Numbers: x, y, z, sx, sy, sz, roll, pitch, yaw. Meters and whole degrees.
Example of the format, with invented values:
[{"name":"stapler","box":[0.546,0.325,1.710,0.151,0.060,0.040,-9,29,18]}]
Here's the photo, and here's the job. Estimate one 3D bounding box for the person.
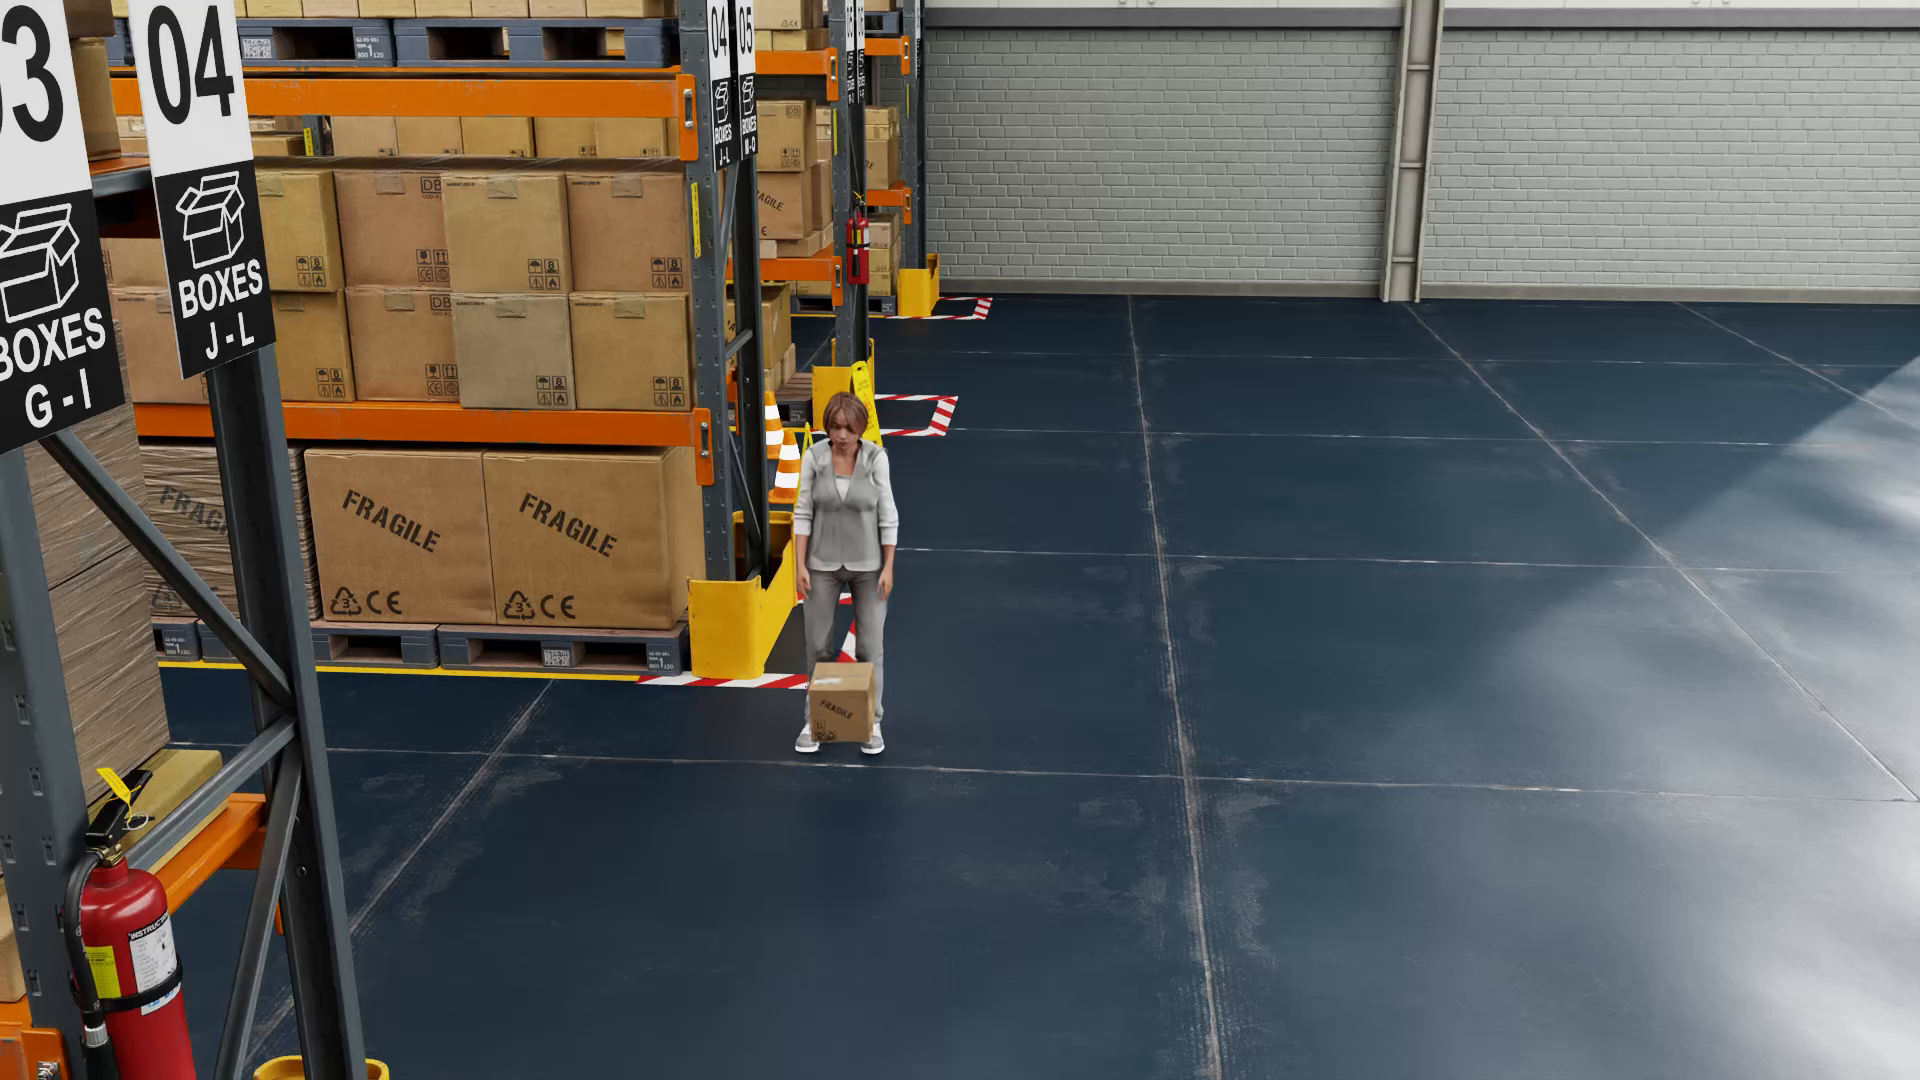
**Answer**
[{"name":"person","box":[-0.489,0.141,7.144,0.456,1.584,0.342,1,18,2]}]
